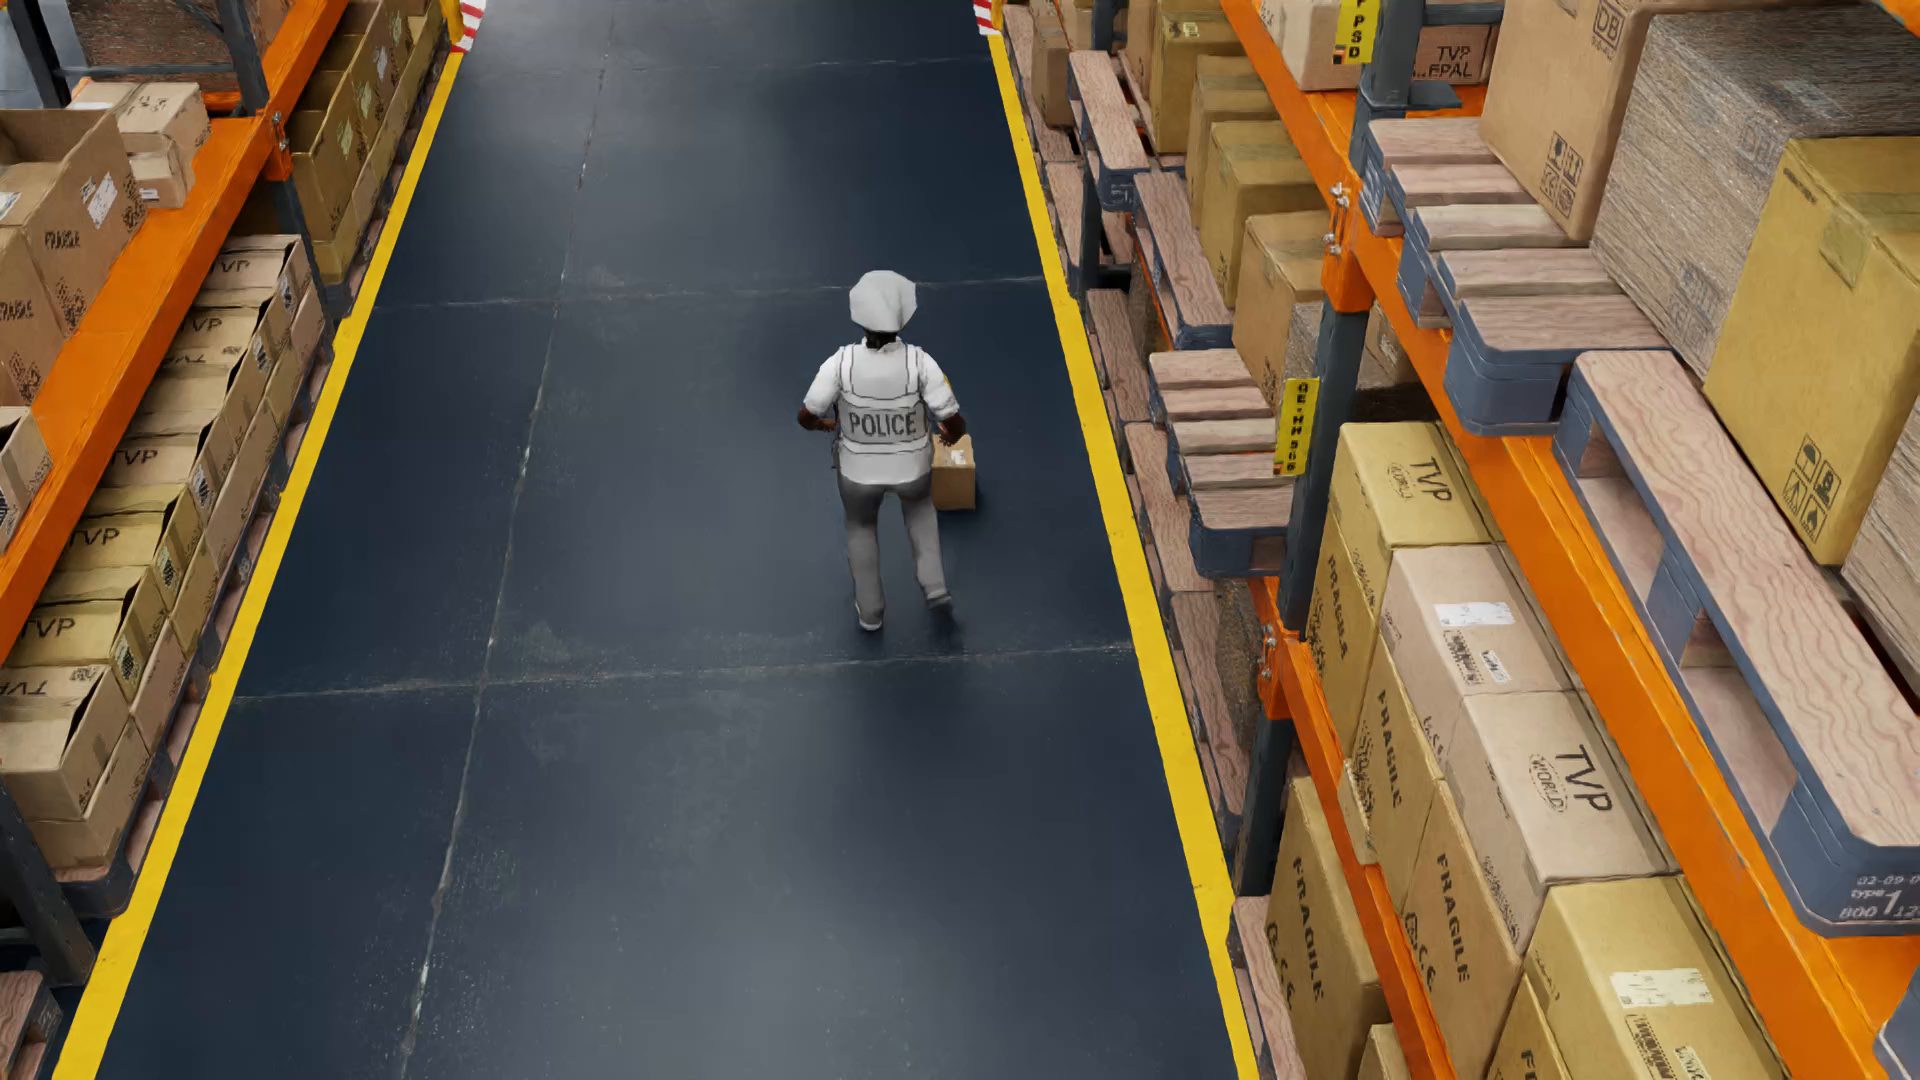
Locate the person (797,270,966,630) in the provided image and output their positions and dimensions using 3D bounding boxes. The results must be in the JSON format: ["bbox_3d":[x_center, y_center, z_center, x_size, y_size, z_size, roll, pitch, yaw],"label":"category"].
[{"bbox_3d":[-0.313,-0.343,6.576,0.639,1.672,0.467,-5,40,-6],"label":"person"}]
